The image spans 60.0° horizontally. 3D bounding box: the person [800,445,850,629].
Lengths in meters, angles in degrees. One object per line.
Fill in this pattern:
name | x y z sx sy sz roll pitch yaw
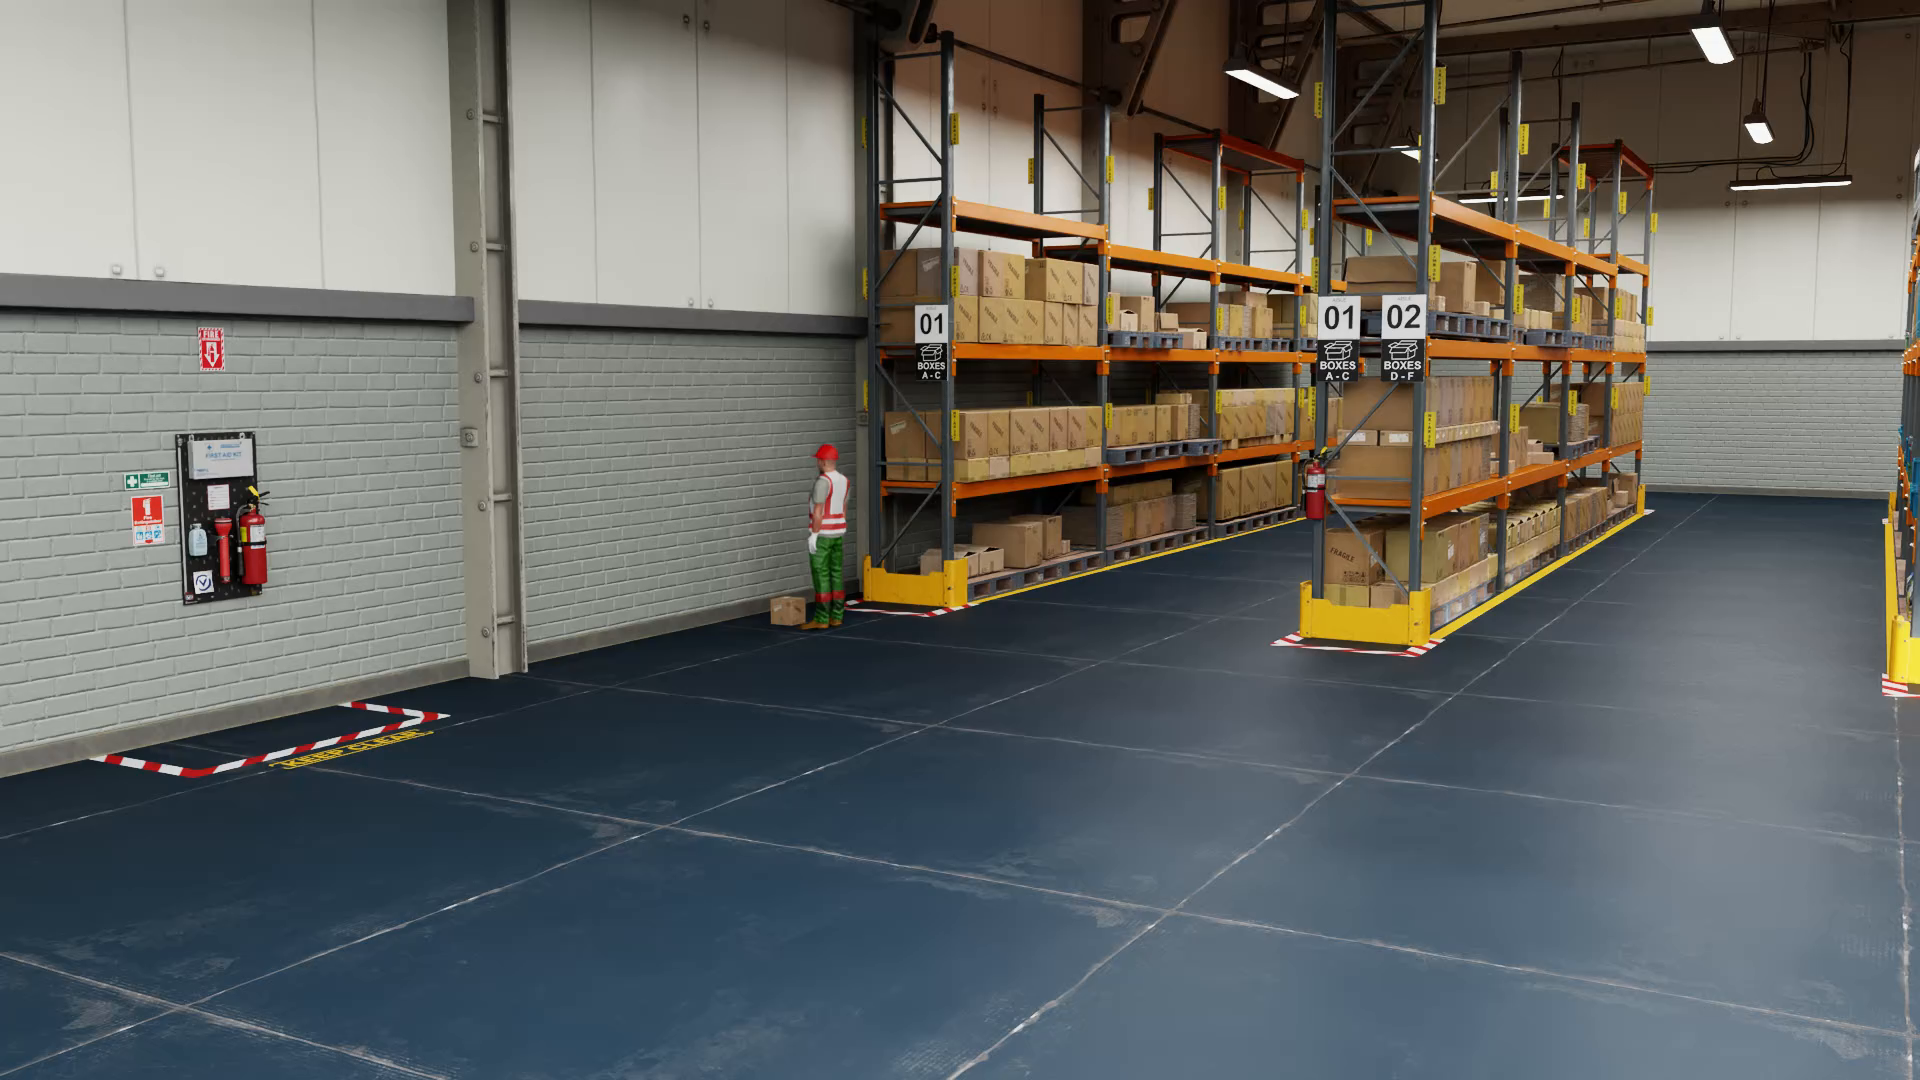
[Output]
person | -1.320 -0.034 16.280 0.375 1.799 0.533 3 7 30
